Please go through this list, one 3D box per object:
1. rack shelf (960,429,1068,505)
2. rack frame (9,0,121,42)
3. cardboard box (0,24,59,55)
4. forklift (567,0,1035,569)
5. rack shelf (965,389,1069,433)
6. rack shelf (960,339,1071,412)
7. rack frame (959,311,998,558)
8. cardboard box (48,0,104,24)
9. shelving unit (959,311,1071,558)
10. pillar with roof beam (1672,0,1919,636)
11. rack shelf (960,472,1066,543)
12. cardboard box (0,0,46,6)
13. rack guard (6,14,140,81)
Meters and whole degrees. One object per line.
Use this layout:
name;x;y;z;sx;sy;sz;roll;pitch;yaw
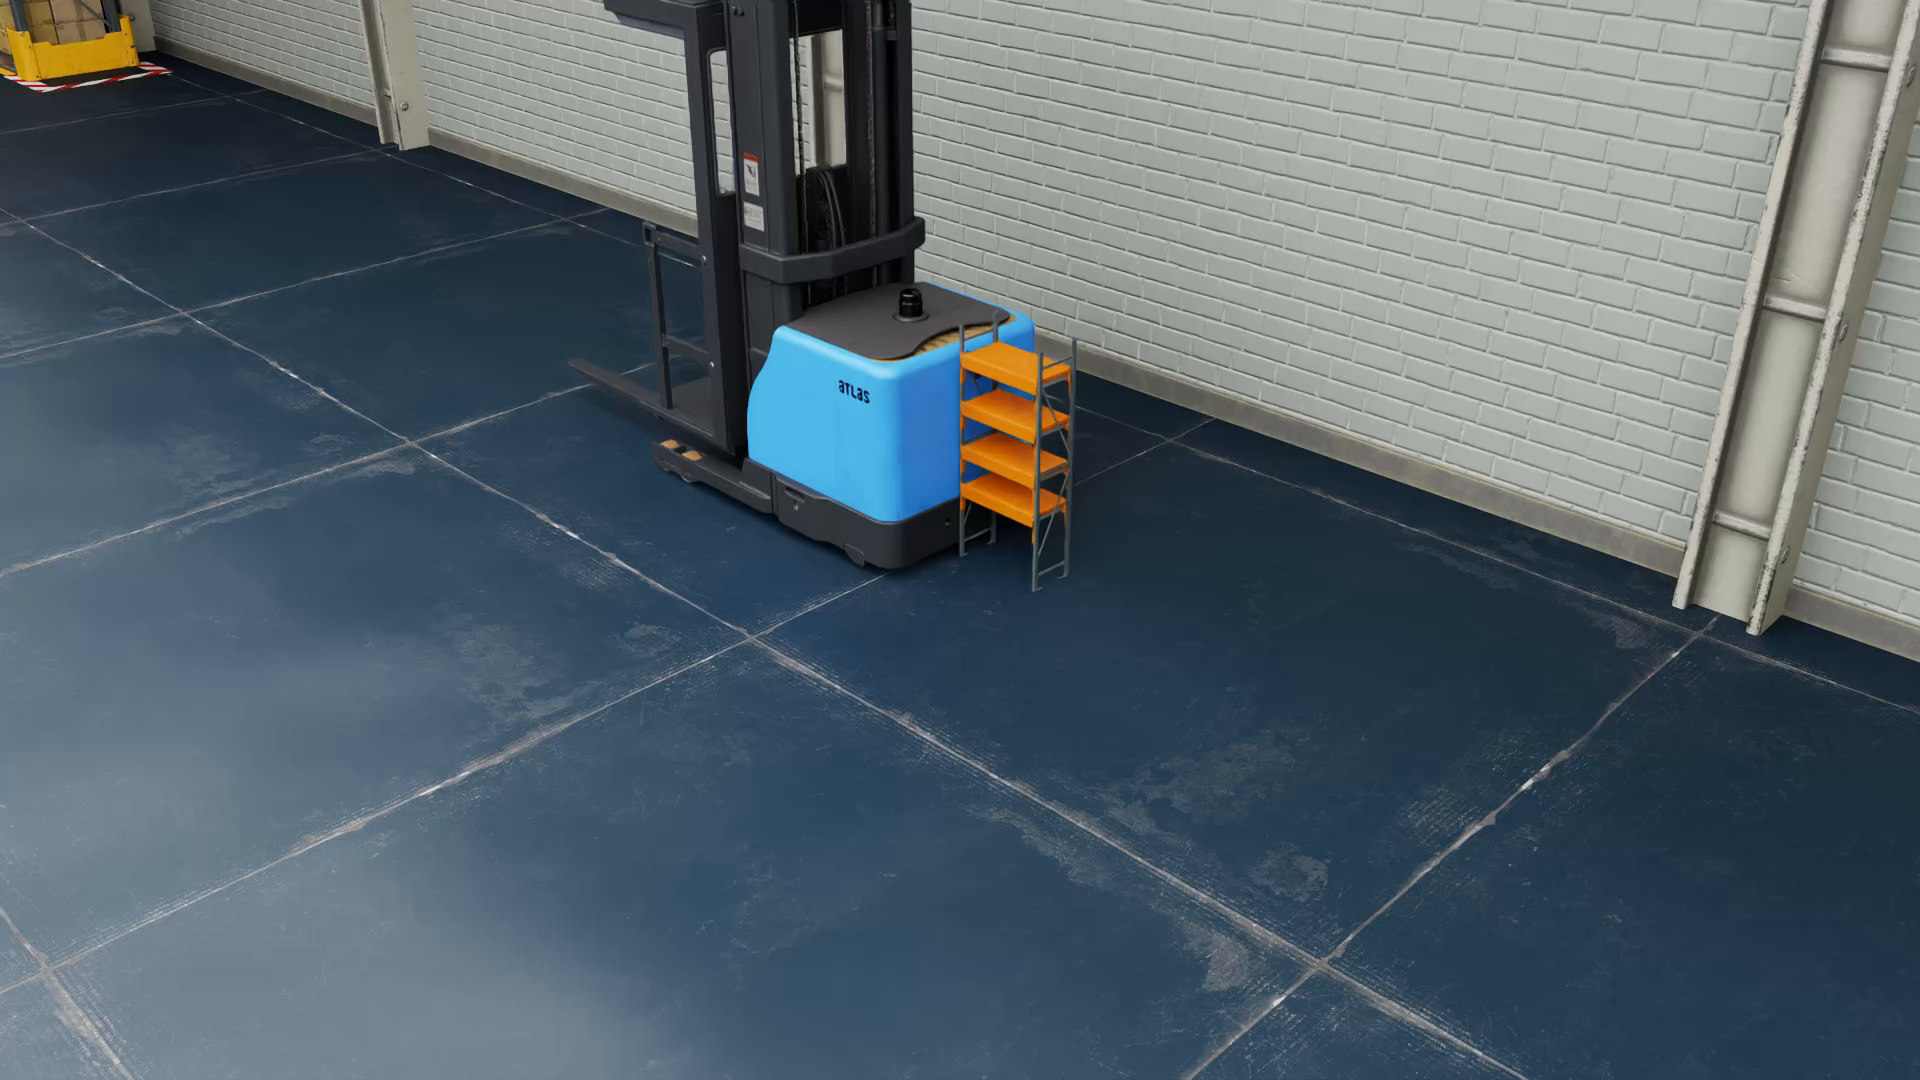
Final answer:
rack shelf;0.258;-0.345;7.761;0.258;0.148;0.480;-24;36;-38
rack frame;-15.431;-8.735;18.622;12.086;5.808;5.935;25;36;38
cardboard box;-9.994;-5.377;17.756;0.500;0.250;0.500;25;37;39
forklift;-1.013;-1.751;8.431;1.130;2.935;3.031;-24;36;-38
rack shelf;0.258;-0.590;7.632;0.221;0.021;0.457;-24;36;-38
rack shelf;0.258;-0.752;7.547;0.258;0.148;0.480;-24;36;-38
rack frame;0.087;-0.486;7.884;0.240;1.200;0.015;-24;36;-38
cardboard box;-9.627;-5.772;17.971;0.500;0.250;0.500;-25;36;-38
shelving unit;0.254;-0.406;7.734;0.258;1.200;0.492;-24;36;-38
pillar with roof beam;0.515;-2.239;2.840;0.400;9.000;9.100;25;36;38
rack shelf;0.258;-0.169;7.854;0.258;0.148;0.480;-24;36;-38
cardboard box;-9.984;-5.818;17.520;0.500;0.250;0.500;-24;36;-38
rack guard;-9.420;-5.246;17.689;0.348;0.500;1.175;25;36;38
